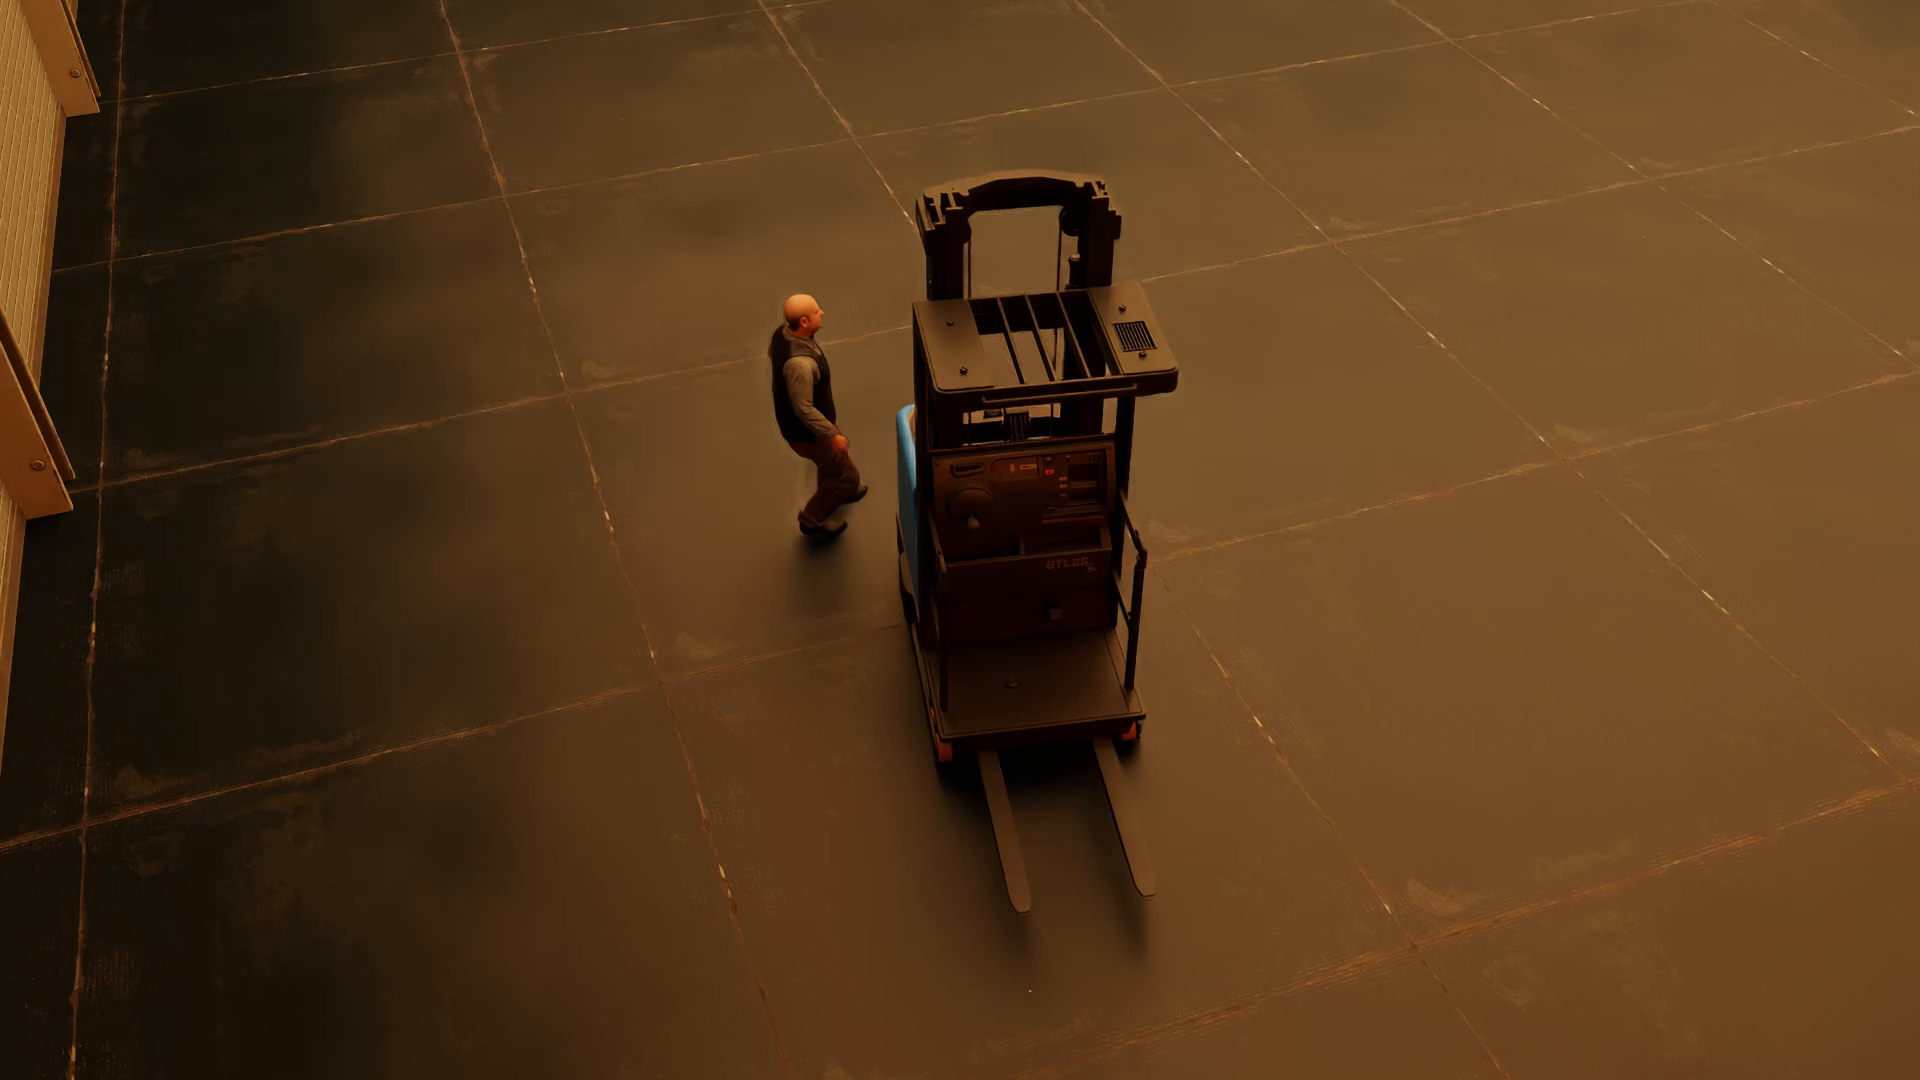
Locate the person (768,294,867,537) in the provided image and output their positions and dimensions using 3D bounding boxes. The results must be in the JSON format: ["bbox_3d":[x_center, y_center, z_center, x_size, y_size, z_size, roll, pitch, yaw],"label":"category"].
[{"bbox_3d":[-0.809,-0.726,9.866,0.579,1.682,0.873,-9,41,-11],"label":"person"}]

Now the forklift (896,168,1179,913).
[{"bbox_3d":[0.361,-0.189,8.222,1.130,2.935,3.031,-6,40,-7],"label":"forklift"}]
